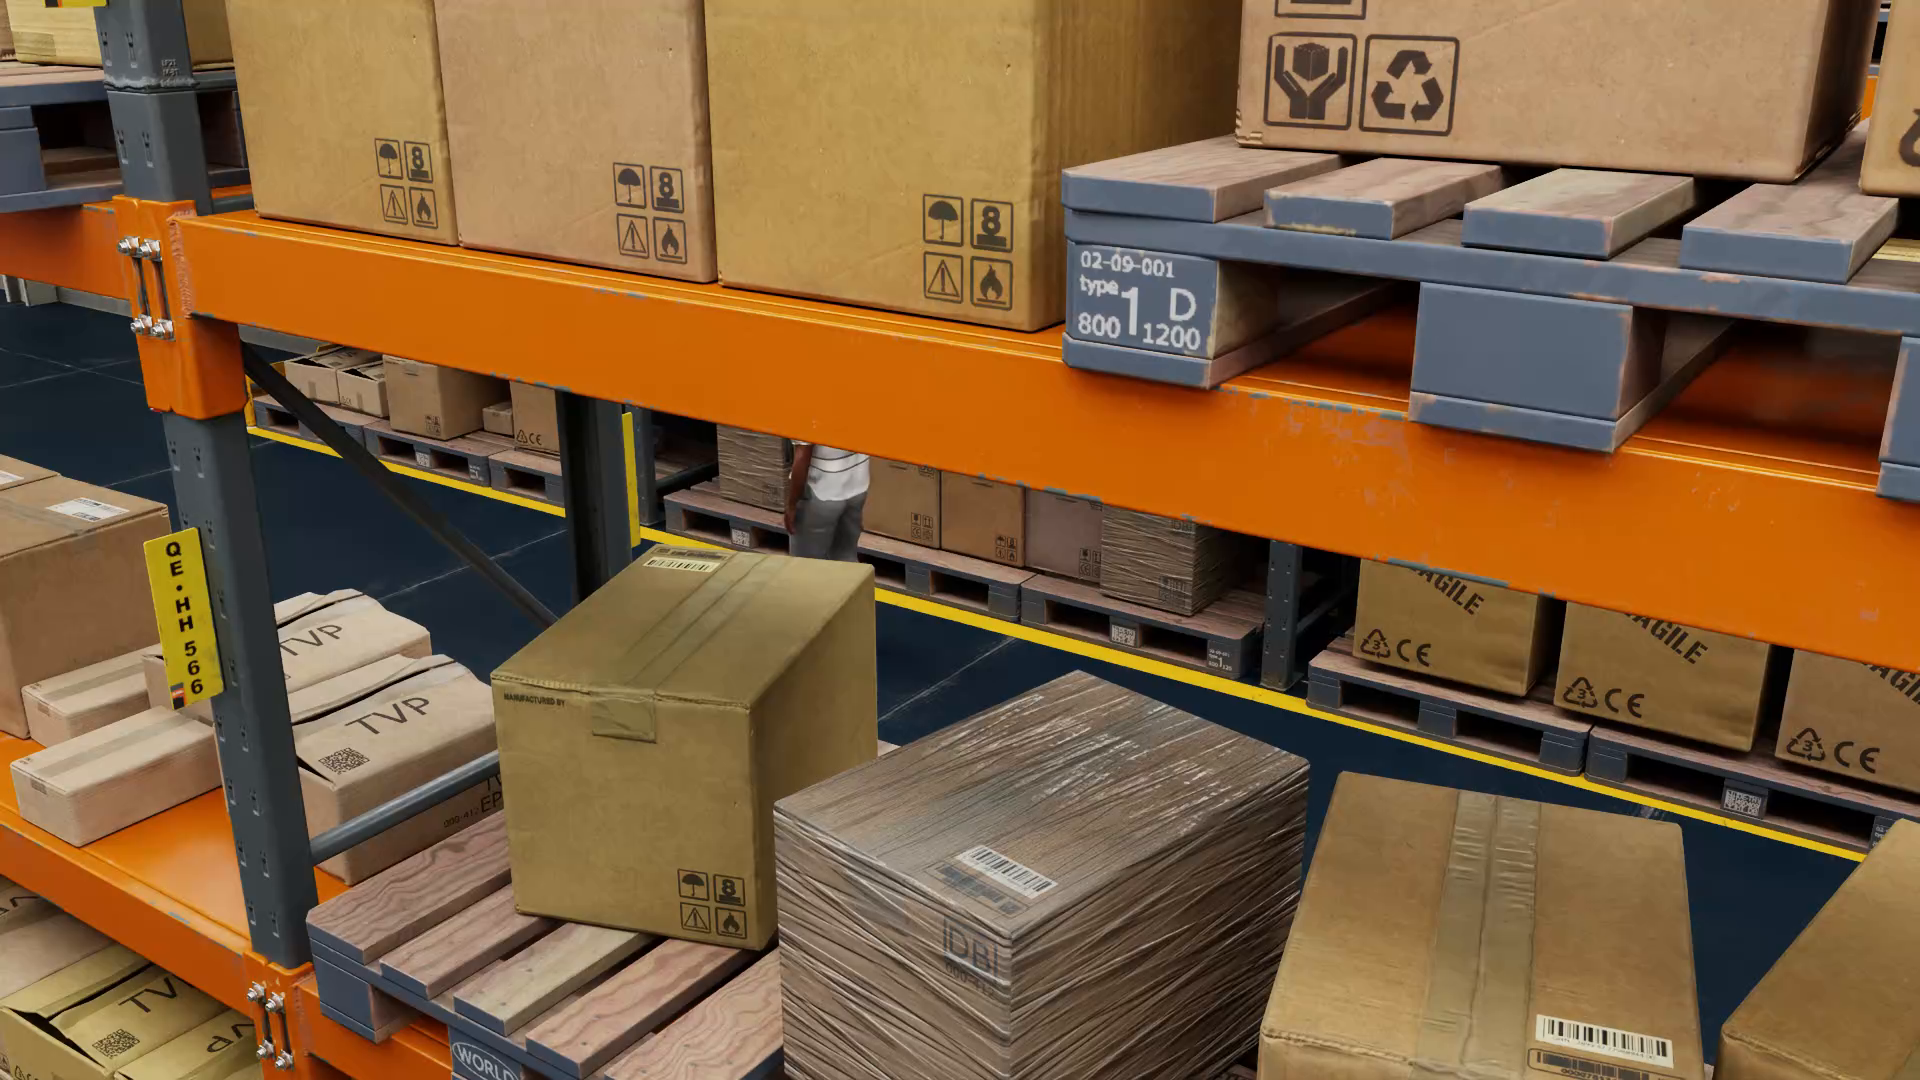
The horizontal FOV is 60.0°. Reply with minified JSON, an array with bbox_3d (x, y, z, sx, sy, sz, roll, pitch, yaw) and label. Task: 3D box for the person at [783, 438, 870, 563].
[{"bbox_3d":[-0.638,-0.222,7.680,0.422,1.663,0.532,12,23,29],"label":"person"}]
